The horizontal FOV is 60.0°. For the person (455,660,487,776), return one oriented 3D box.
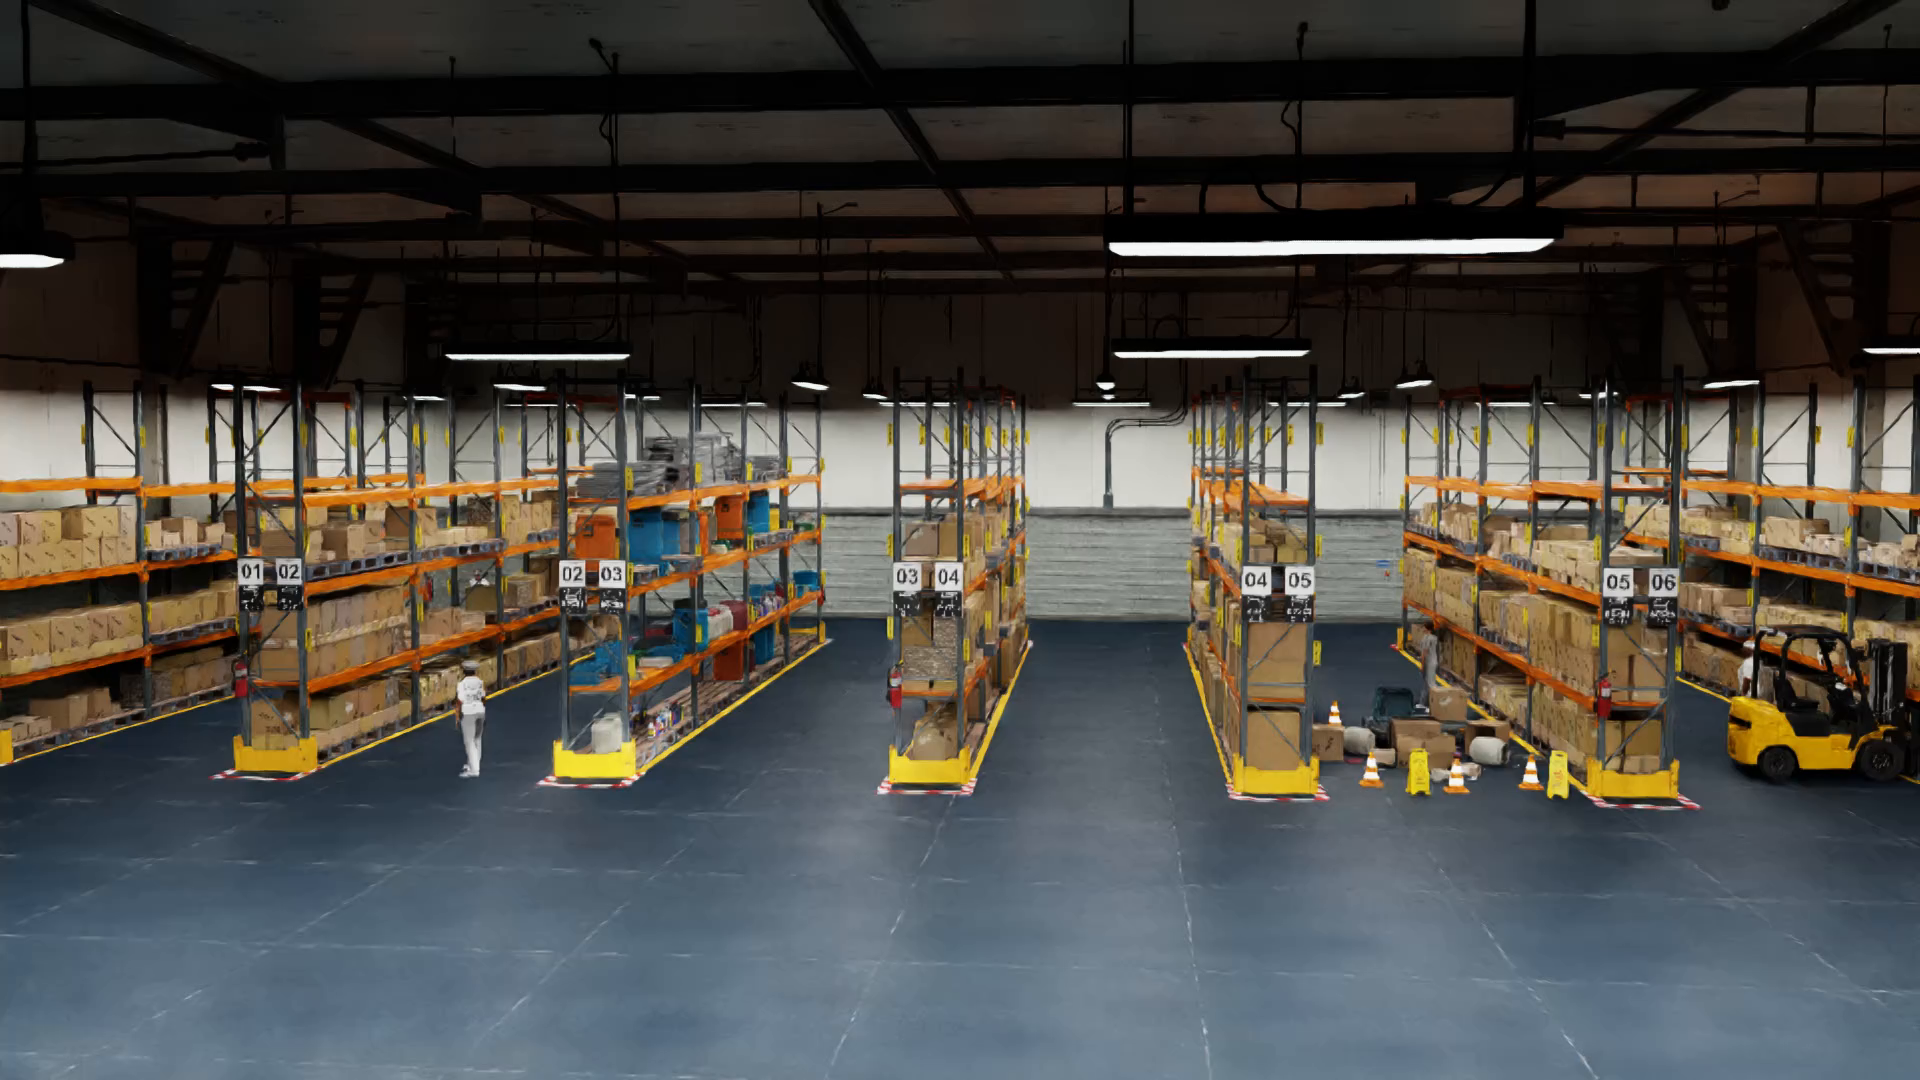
[{"bbox_3d":[-7.266,2.624,24.660,0.551,1.665,0.573,2,4,33],"label":"person"}]

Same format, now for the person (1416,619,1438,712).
[{"bbox_3d":[8.500,2.270,30.279,0.580,1.666,0.575,2,4,30],"label":"person"}]

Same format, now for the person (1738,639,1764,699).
[{"bbox_3d":[12.547,2.460,26.497,0.574,1.764,0.669,2,4,34],"label":"person"}]

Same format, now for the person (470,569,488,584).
[{"bbox_3d":[-12.122,1.544,41.913,0.540,1.676,1.120,0,4,3],"label":"person"}]
